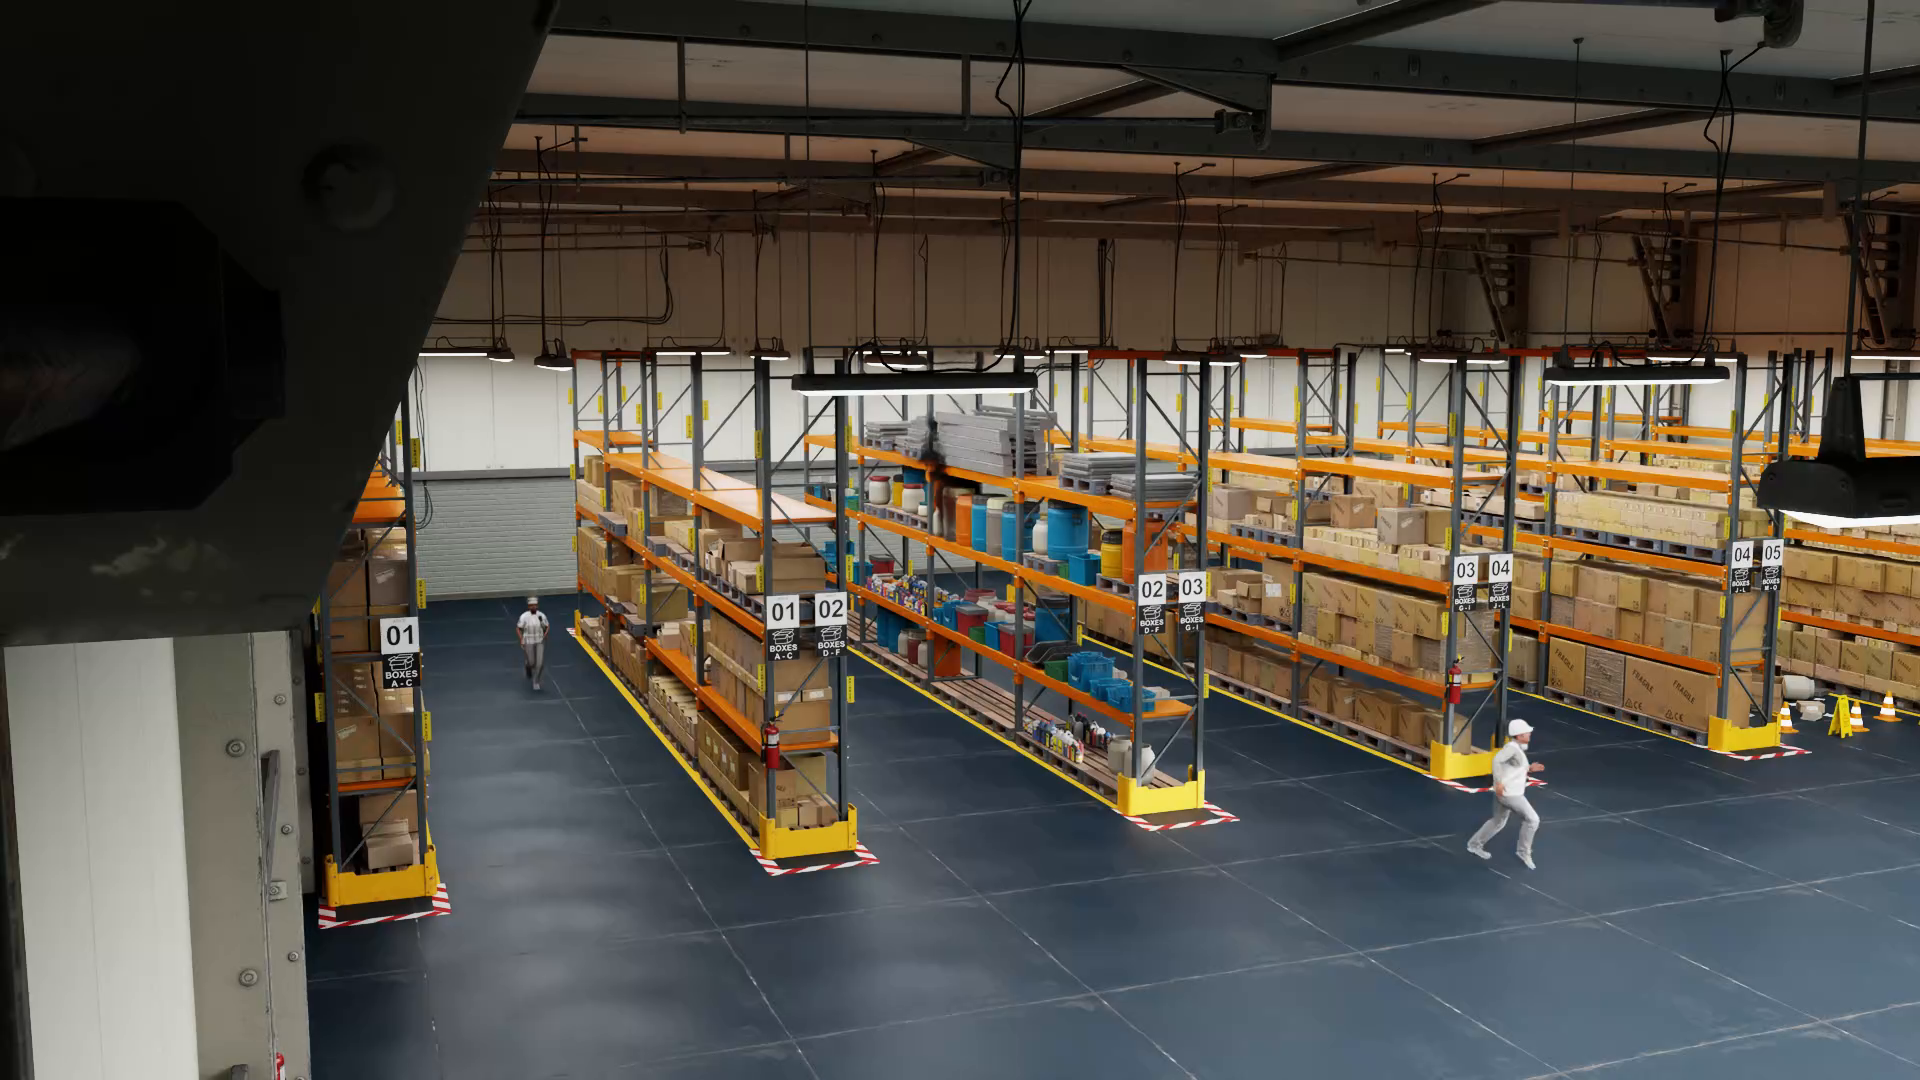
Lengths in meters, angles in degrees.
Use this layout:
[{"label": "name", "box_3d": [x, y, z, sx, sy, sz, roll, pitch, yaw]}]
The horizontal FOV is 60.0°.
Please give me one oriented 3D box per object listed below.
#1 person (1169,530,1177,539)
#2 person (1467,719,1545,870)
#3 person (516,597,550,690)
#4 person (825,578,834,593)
[{"label": "person", "box_3d": [4.951, 0.584, 39.085, 0.728, 1.812, 0.807, 0, 7, -1]}, {"label": "person", "box_3d": [6.487, 3.016, 19.743, 0.852, 1.815, 0.679, 2, 7, 14]}, {"label": "person", "box_3d": [-7.609, 1.833, 29.724, 0.583, 1.662, 0.499, -3, 8, -23]}, {"label": "person", "box_3d": [-2.680, 1.518, 32.238, 0.558, 1.721, 0.774, -3, 8, -26]}]
